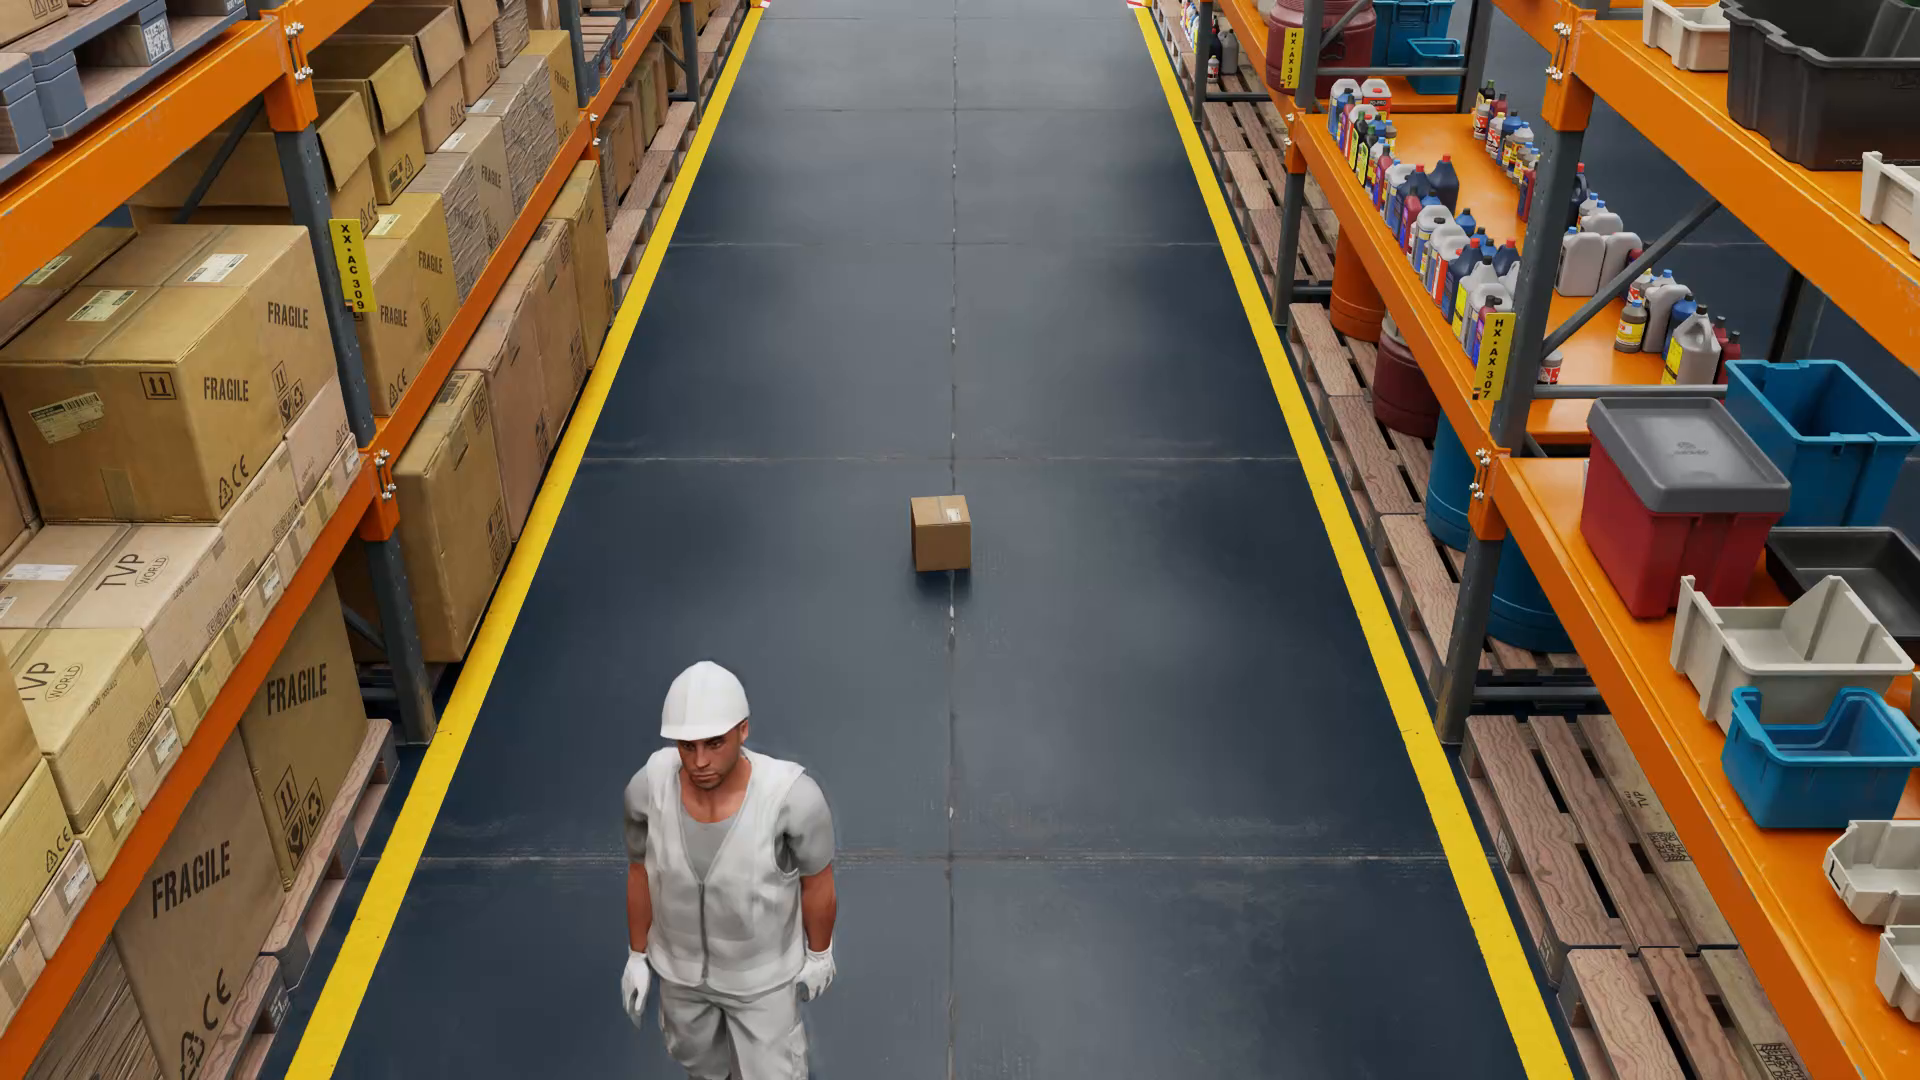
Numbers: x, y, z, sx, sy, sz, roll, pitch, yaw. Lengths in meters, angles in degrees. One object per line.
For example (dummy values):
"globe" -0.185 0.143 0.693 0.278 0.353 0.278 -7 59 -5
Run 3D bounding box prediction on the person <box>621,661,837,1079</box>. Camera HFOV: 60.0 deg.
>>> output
"person" -0.601 1.099 4.248 0.541 1.783 0.469 7 32 11
